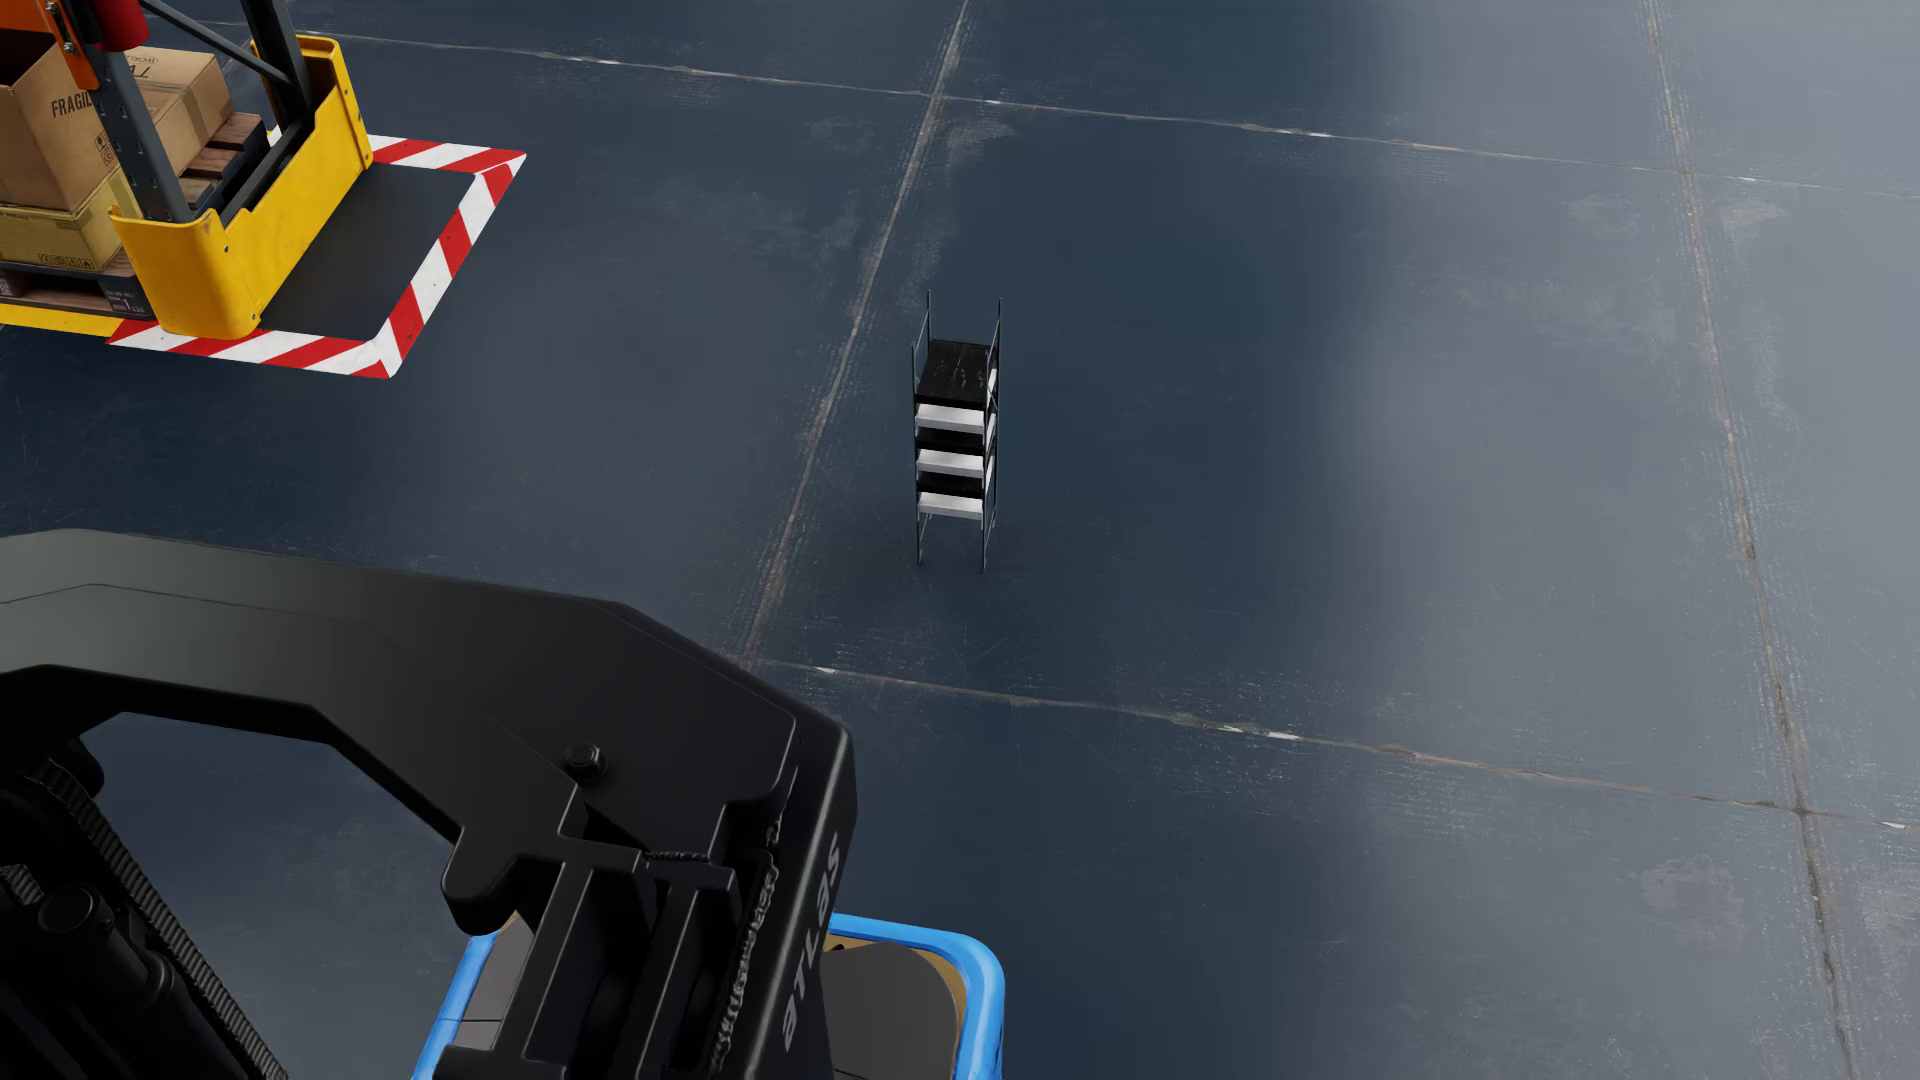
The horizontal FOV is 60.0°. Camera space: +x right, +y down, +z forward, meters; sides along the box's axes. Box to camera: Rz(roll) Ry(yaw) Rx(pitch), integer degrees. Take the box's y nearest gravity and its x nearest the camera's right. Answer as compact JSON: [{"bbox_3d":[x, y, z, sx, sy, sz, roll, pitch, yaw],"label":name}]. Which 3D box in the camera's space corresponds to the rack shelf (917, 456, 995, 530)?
[{"bbox_3d":[-0.008,-0.159,5.075,0.200,0.077,0.258,8,49,7],"label":"rack shelf"}]

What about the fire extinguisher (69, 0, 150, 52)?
[{"bbox_3d":[-2.584,-1.771,4.877,0.183,0.674,0.296,8,49,7],"label":"fire extinguisher"}]

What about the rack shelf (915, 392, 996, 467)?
[{"bbox_3d":[-0.008,-0.340,4.874,0.200,0.077,0.258,8,49,7],"label":"rack shelf"}]

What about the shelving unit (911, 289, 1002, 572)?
[{"bbox_3d":[-0.008,-0.302,4.916,0.210,0.900,0.258,8,49,7],"label":"shelving unit"}]

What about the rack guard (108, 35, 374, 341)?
[{"bbox_3d":[-2.594,-1.314,6.095,0.348,0.500,1.175,8,49,7],"label":"rack guard"}]

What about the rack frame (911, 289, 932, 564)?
[{"bbox_3d":[-0.108,-0.315,4.928,0.006,0.900,0.240,8,49,7],"label":"rack frame"}]

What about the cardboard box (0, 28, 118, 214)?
[{"bbox_3d":[-3.198,-1.478,5.623,0.500,0.500,0.500,8,49,7],"label":"cardboard box"}]

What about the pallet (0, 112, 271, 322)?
[{"bbox_3d":[-3.378,-1.291,6.268,1.213,0.211,1.003,8,49,7],"label":"pallet"}]

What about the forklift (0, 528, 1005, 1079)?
[{"bbox_3d":[-0.674,1.510,1.923,1.130,2.935,3.031,8,49,7],"label":"forklift"}]

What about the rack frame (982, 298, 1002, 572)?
[{"bbox_3d":[0.092,-0.288,4.904,0.006,0.900,0.240,8,49,7],"label":"rack frame"}]

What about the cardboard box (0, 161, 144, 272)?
[{"bbox_3d":[-3.198,-1.229,5.904,0.500,0.250,0.500,8,49,7],"label":"cardboard box"}]

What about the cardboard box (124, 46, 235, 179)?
[{"bbox_3d":[-3.106,-1.608,6.244,0.500,0.250,0.500,8,49,7],"label":"cardboard box"}]

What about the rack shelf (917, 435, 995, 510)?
[{"bbox_3d":[-0.008,-0.219,5.008,0.200,0.077,0.258,8,49,7],"label":"rack shelf"}]

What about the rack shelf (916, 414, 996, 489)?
[{"bbox_3d":[-0.008,-0.280,4.941,0.200,0.077,0.258,8,49,7],"label":"rack shelf"}]

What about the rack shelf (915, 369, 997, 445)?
[{"bbox_3d":[-0.008,-0.400,4.807,0.200,0.077,0.258,8,49,7],"label":"rack shelf"}]

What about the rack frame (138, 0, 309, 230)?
[{"bbox_3d":[-2.618,-2.150,5.166,0.053,2.616,0.949,8,49,7],"label":"rack frame"}]

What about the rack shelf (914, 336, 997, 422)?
[{"bbox_3d":[-0.008,-0.460,4.740,0.200,0.077,0.258,8,49,7],"label":"rack shelf"}]

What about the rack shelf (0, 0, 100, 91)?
[{"bbox_3d":[-4.586,-2.177,5.673,4.000,0.370,1.077,8,49,7],"label":"rack shelf"}]
